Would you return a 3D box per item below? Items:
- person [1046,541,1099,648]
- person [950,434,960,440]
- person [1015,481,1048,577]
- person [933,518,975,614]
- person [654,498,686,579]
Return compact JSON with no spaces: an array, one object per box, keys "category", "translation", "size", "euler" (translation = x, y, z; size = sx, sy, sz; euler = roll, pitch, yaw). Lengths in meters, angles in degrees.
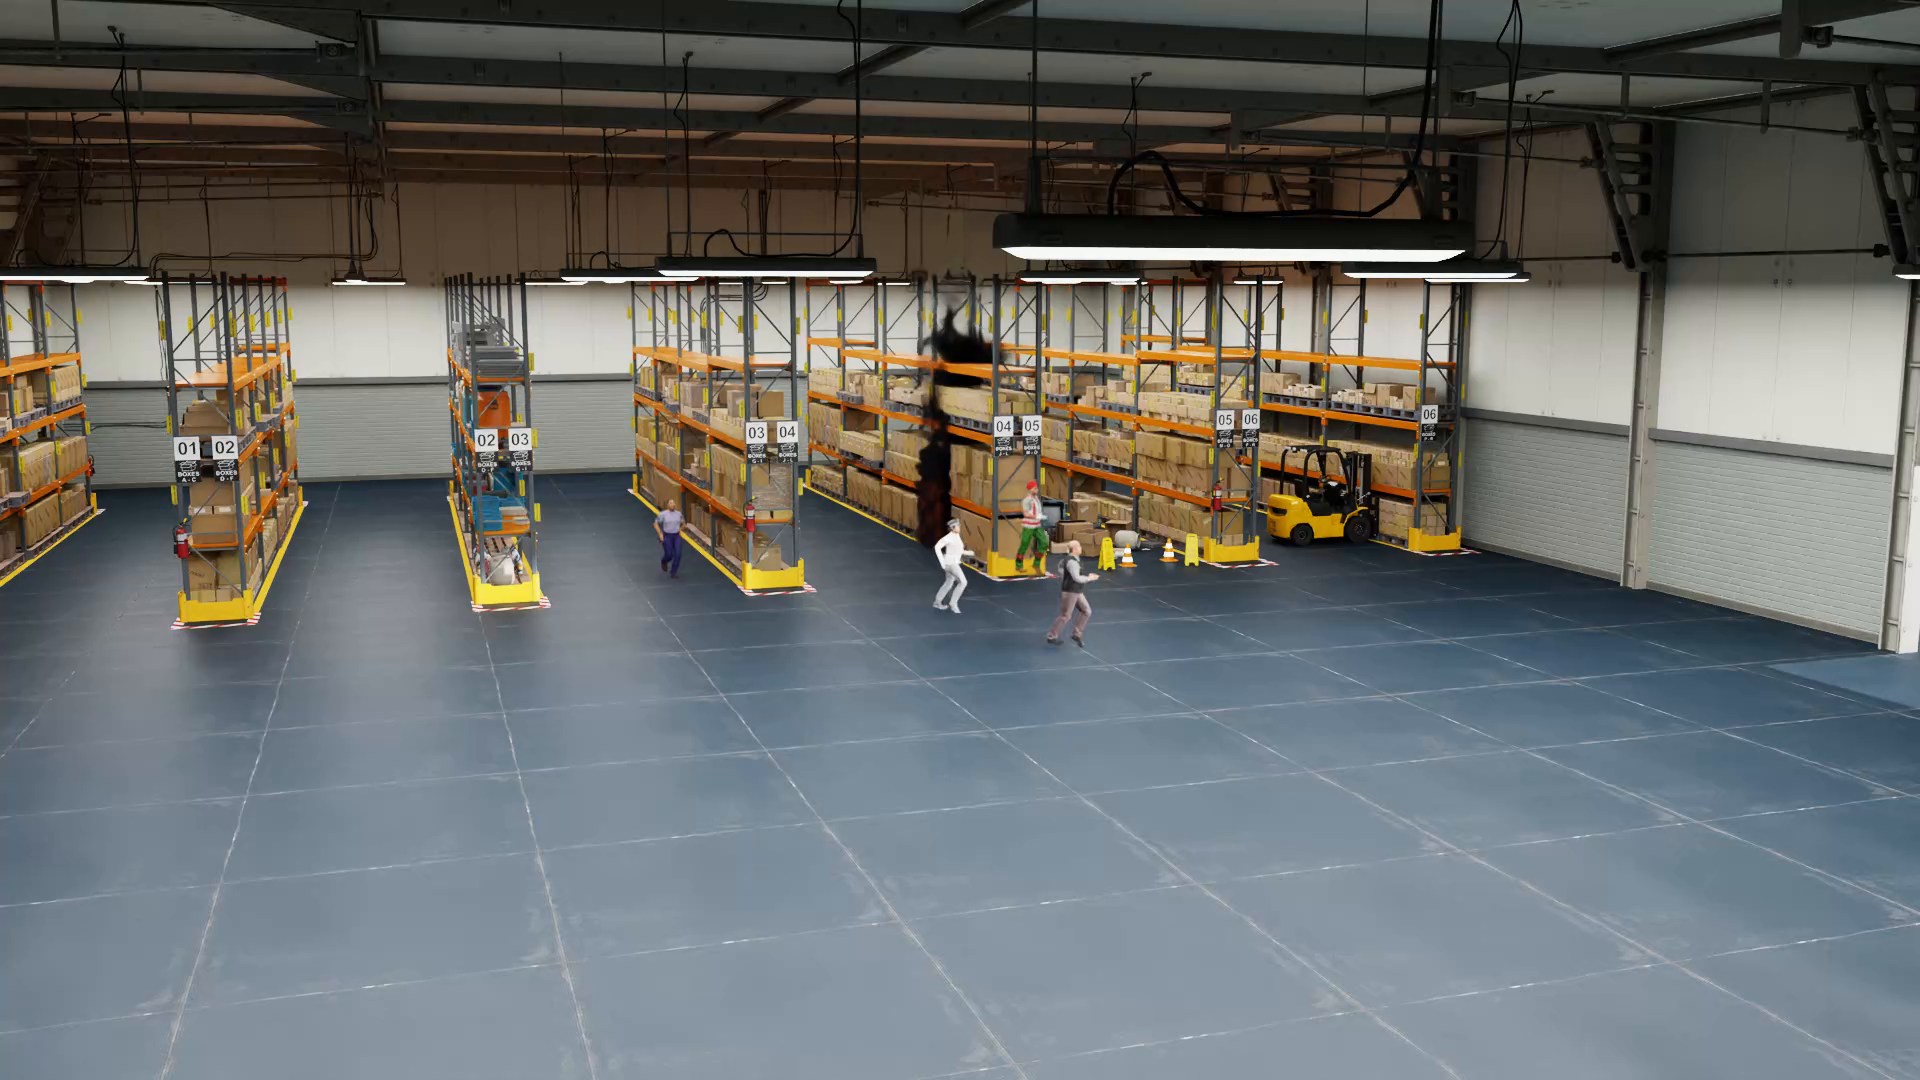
[{"category":"person","translation":[1.801,0.884,26.592],"size":[0.827,1.771,0.620],"euler":[1,9,7]},{"category":"person","translation":[-0.151,-2.793,51.248],"size":[0.602,1.619,0.588],"euler":[0,9,-1]},{"category":"person","translation":[1.409,-0.210,31.793],"size":[0.731,1.847,0.690],"euler":[6,10,33]},{"category":"person","translation":[-0.117,0.462,29.470],"size":[0.771,1.714,0.572],"euler":[2,9,15]},{"category":"person","translation":[-5.741,-0.037,33.041],"size":[0.623,1.599,0.566],"euler":[-5,10,-29]}]
